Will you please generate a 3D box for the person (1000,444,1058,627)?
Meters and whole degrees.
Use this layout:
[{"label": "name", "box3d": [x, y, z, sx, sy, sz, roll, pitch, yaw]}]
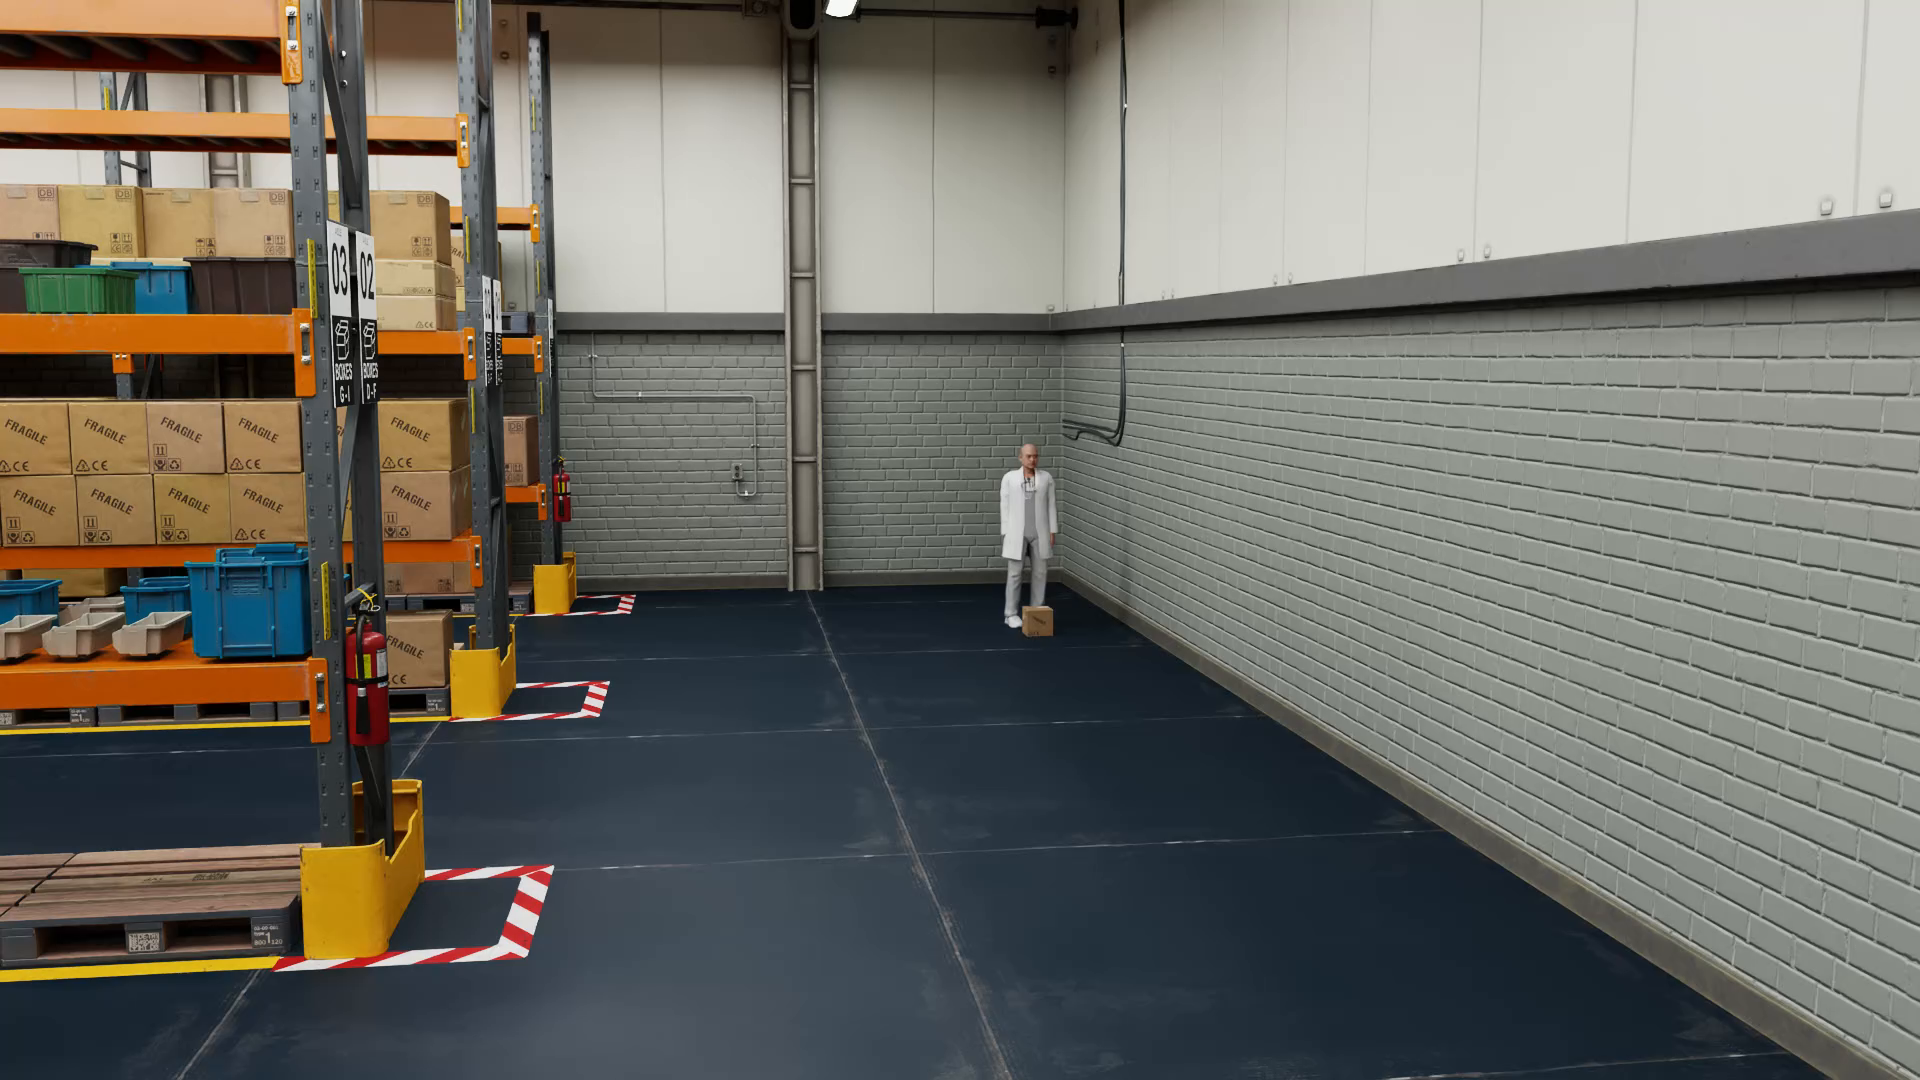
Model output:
[{"label": "person", "box3d": [0.679, -0.044, 16.187, 0.564, 1.778, 0.380, -1, 6, -7]}]
